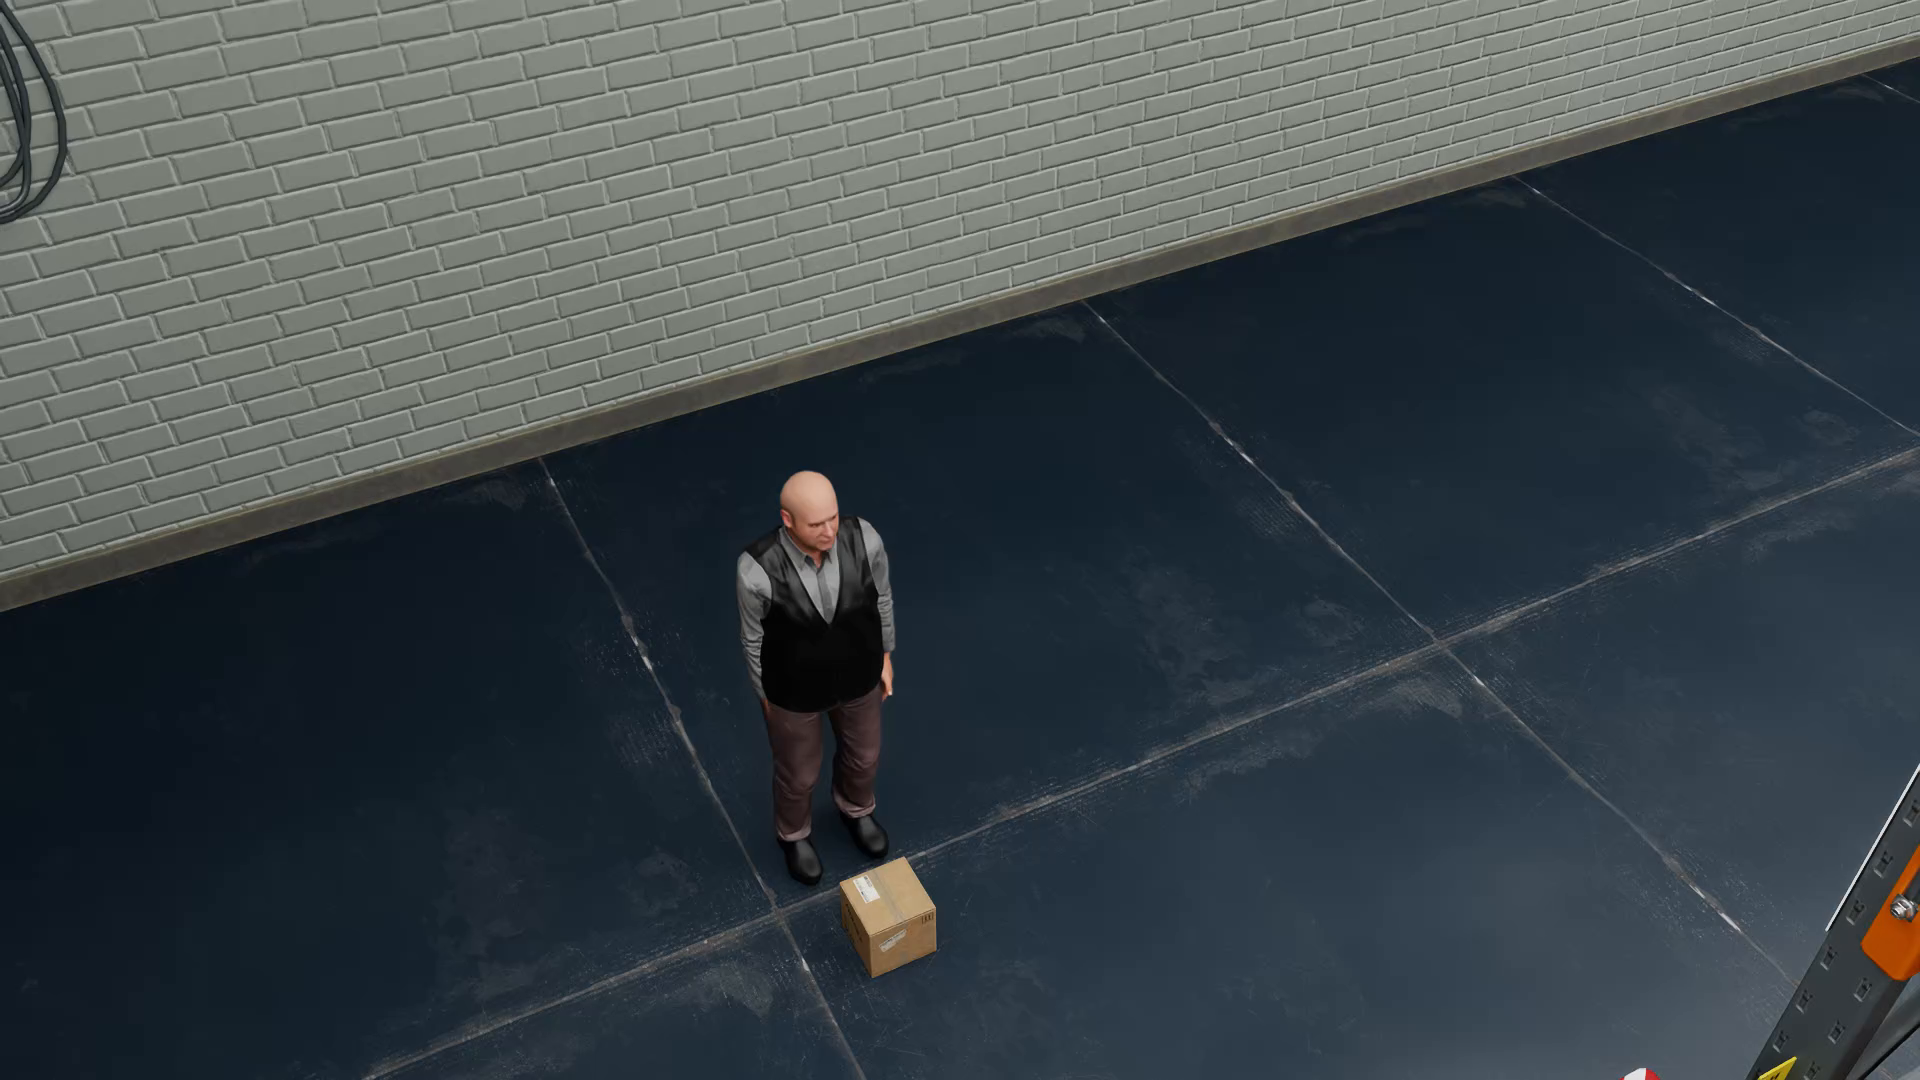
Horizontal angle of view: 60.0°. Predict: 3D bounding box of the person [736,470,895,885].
[{"bbox_3d":[-0.456,0.508,5.673,0.532,1.617,0.360,-18,44,-20],"label":"person"}]
